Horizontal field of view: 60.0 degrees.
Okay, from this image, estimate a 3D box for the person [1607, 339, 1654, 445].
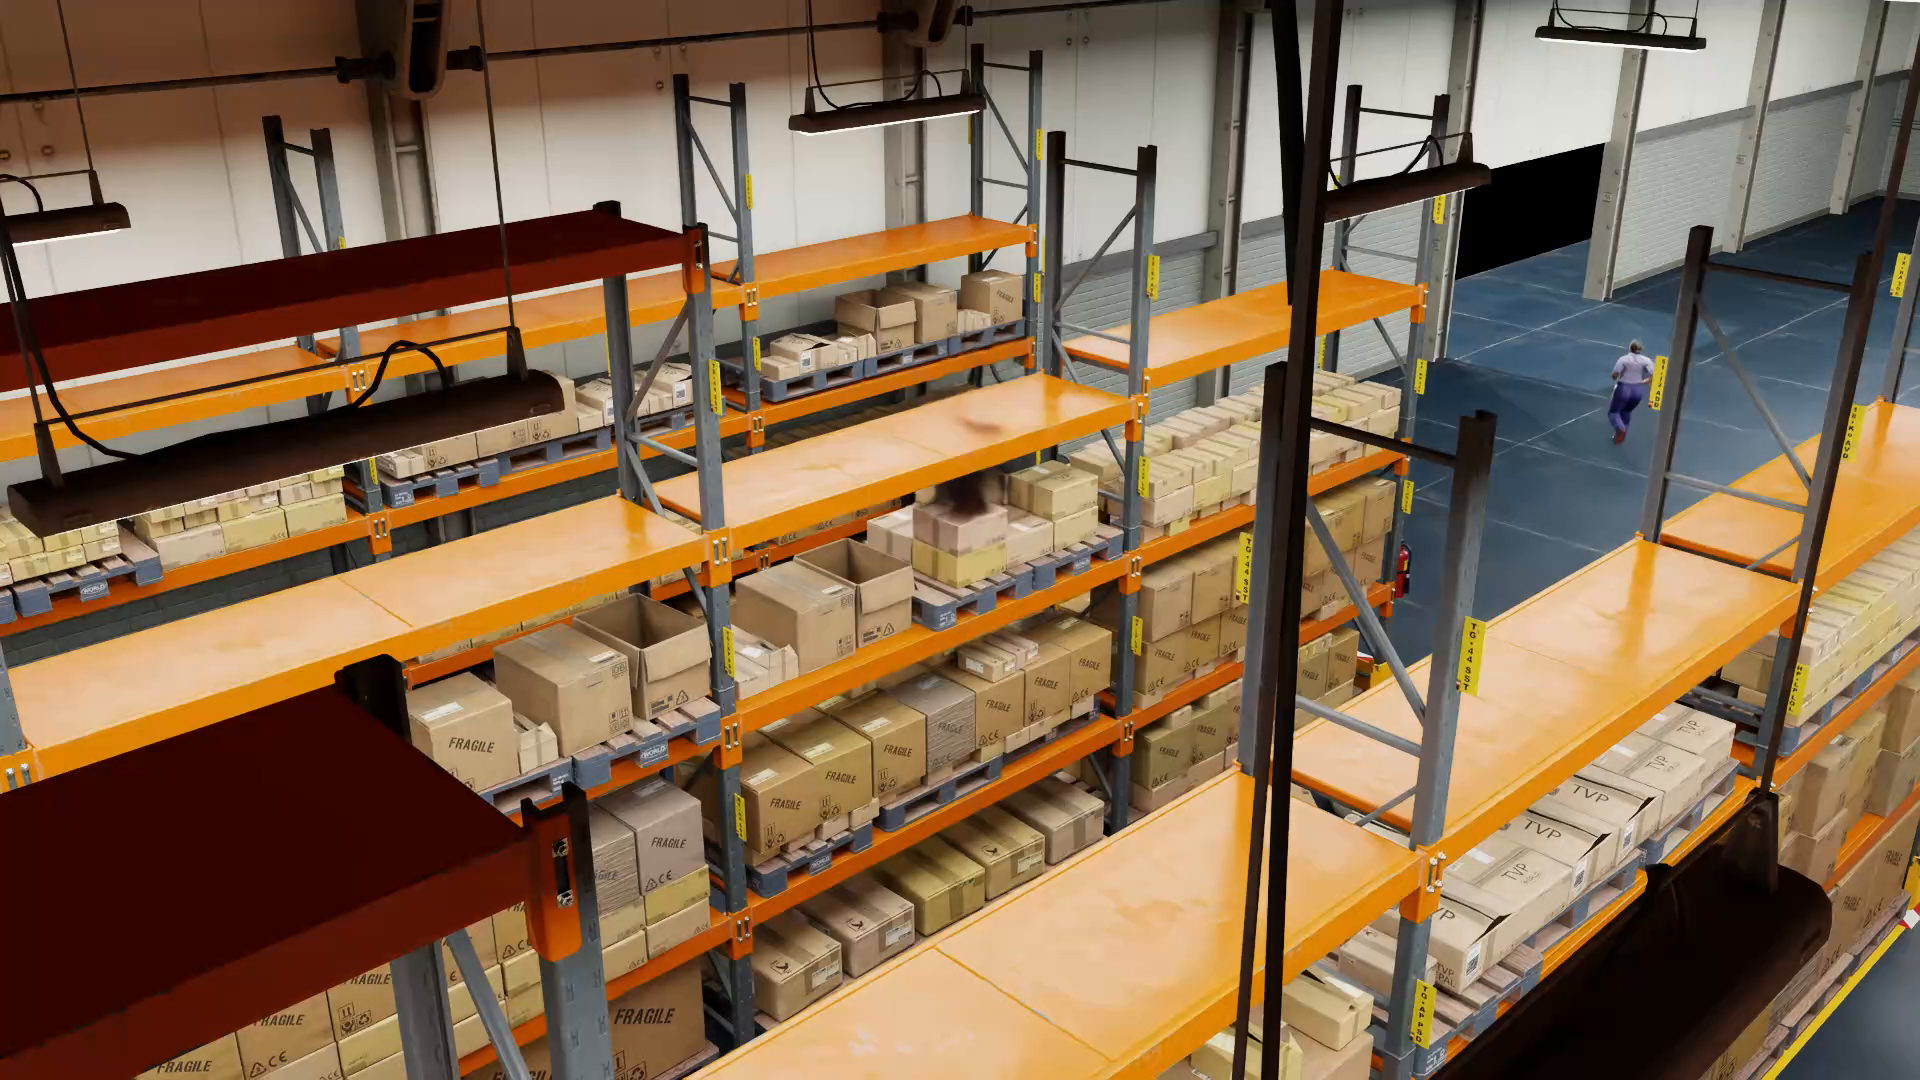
[{"bbox_3d":[9.606,-2.108,23.876,0.613,1.589,0.668,1,22,2],"label":"person"}]
